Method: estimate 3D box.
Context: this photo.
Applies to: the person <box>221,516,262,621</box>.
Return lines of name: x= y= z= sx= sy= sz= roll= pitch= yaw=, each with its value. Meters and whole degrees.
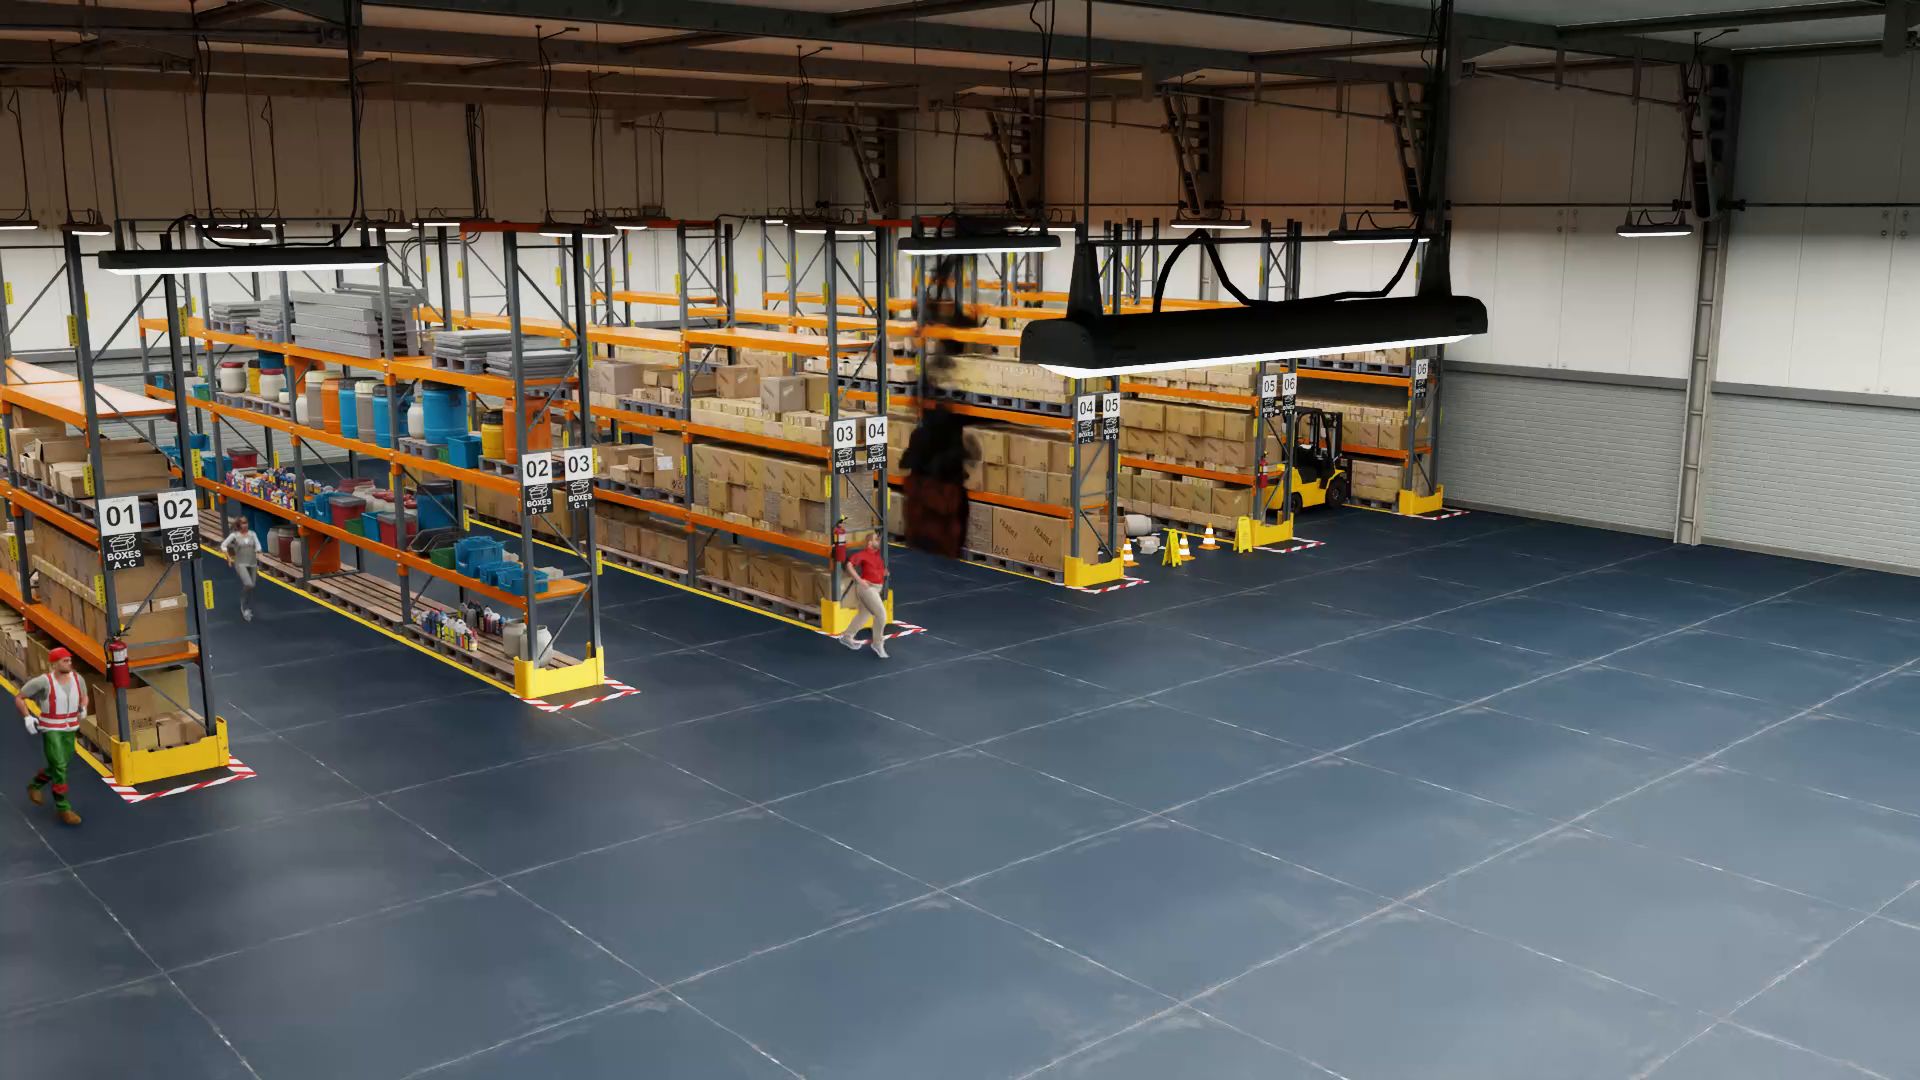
person: x=-11.039 y=0.438 z=25.690 sx=0.682 sy=1.602 sz=0.494 roll=9 pitch=15 yaw=39

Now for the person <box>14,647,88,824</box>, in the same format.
person: x=-9.482 y=1.999 z=17.503 sx=0.945 sy=1.770 sz=0.705 roll=6 pitch=13 yaw=25

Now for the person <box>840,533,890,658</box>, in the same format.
person: x=-1.317 y=0.776 z=23.773 sx=0.762 sy=1.785 sz=0.680 roll=3 pitch=12 yaw=13
